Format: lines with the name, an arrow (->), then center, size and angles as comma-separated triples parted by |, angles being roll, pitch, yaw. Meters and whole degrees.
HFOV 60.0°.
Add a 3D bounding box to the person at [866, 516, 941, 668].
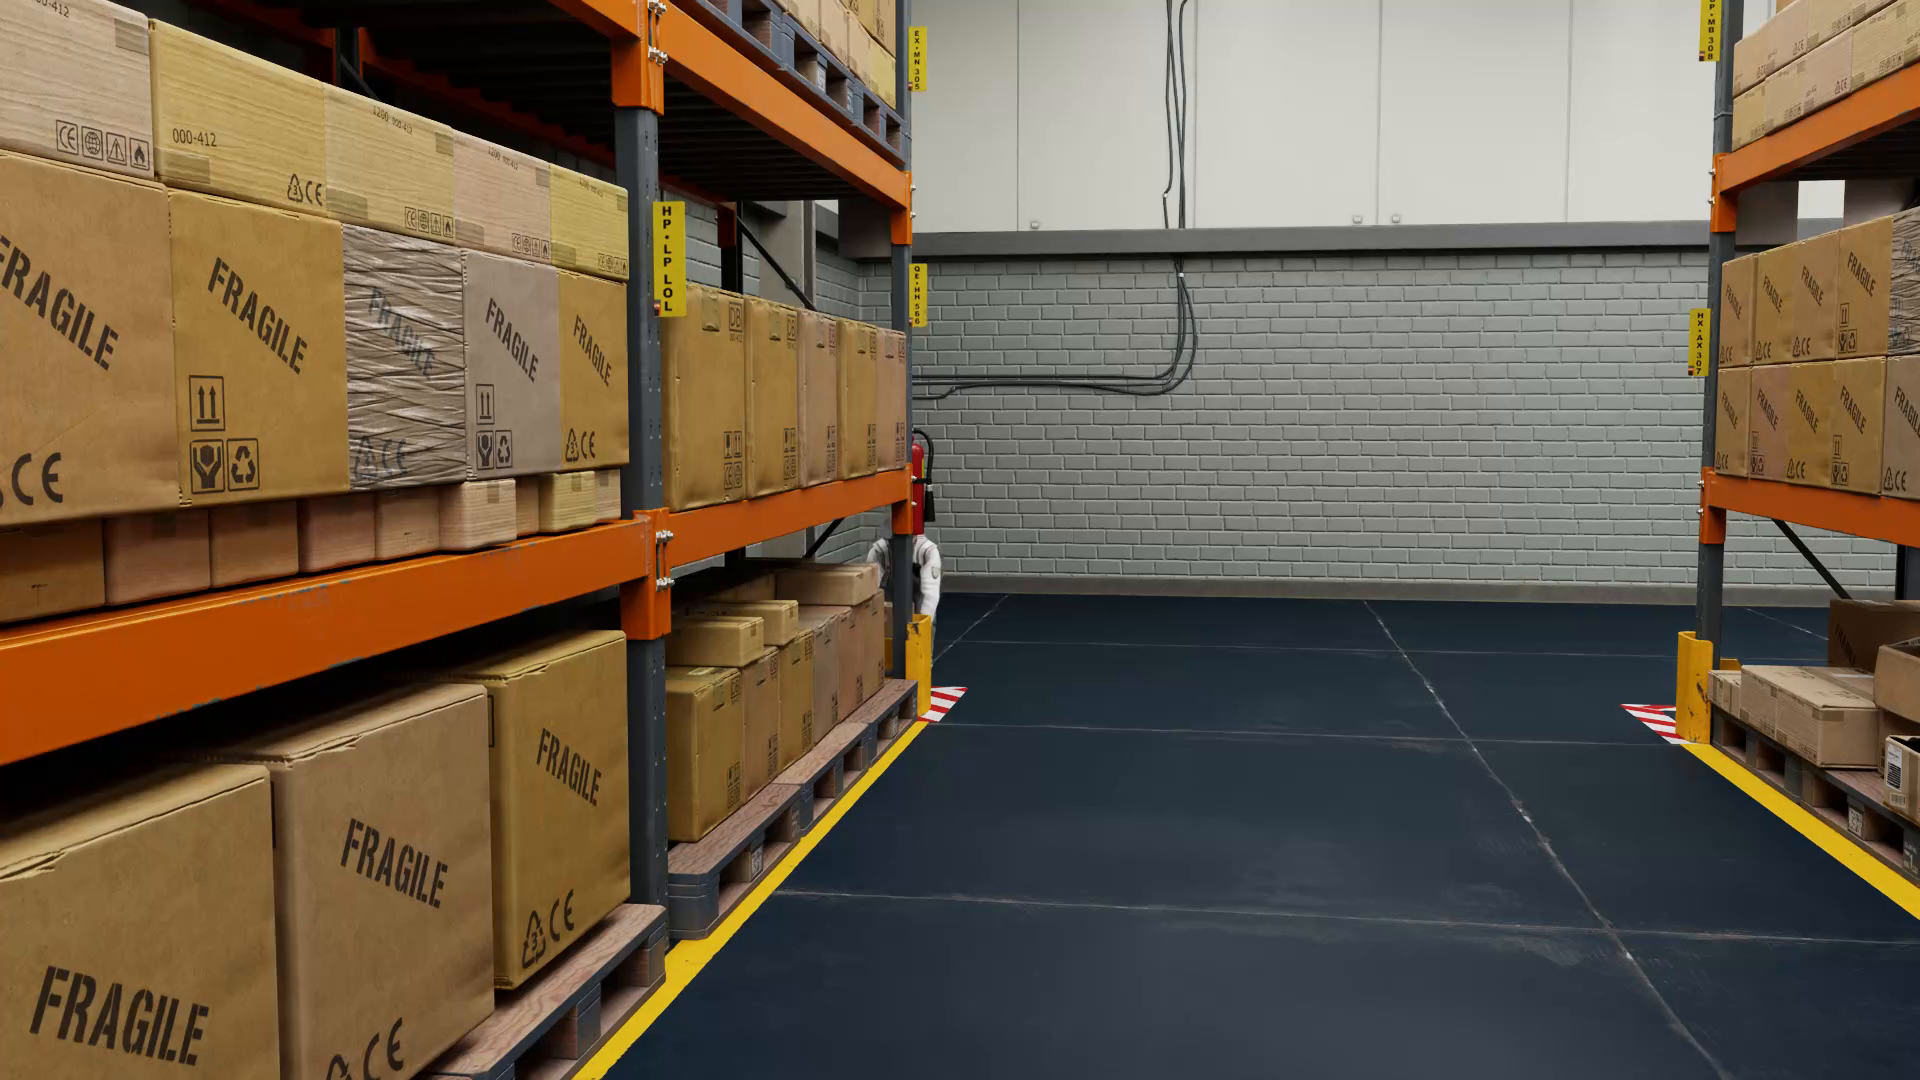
person -> -0.342, 0.320, 10.228 | 0.491, 0.982, 0.816 | 1, 5, 8
